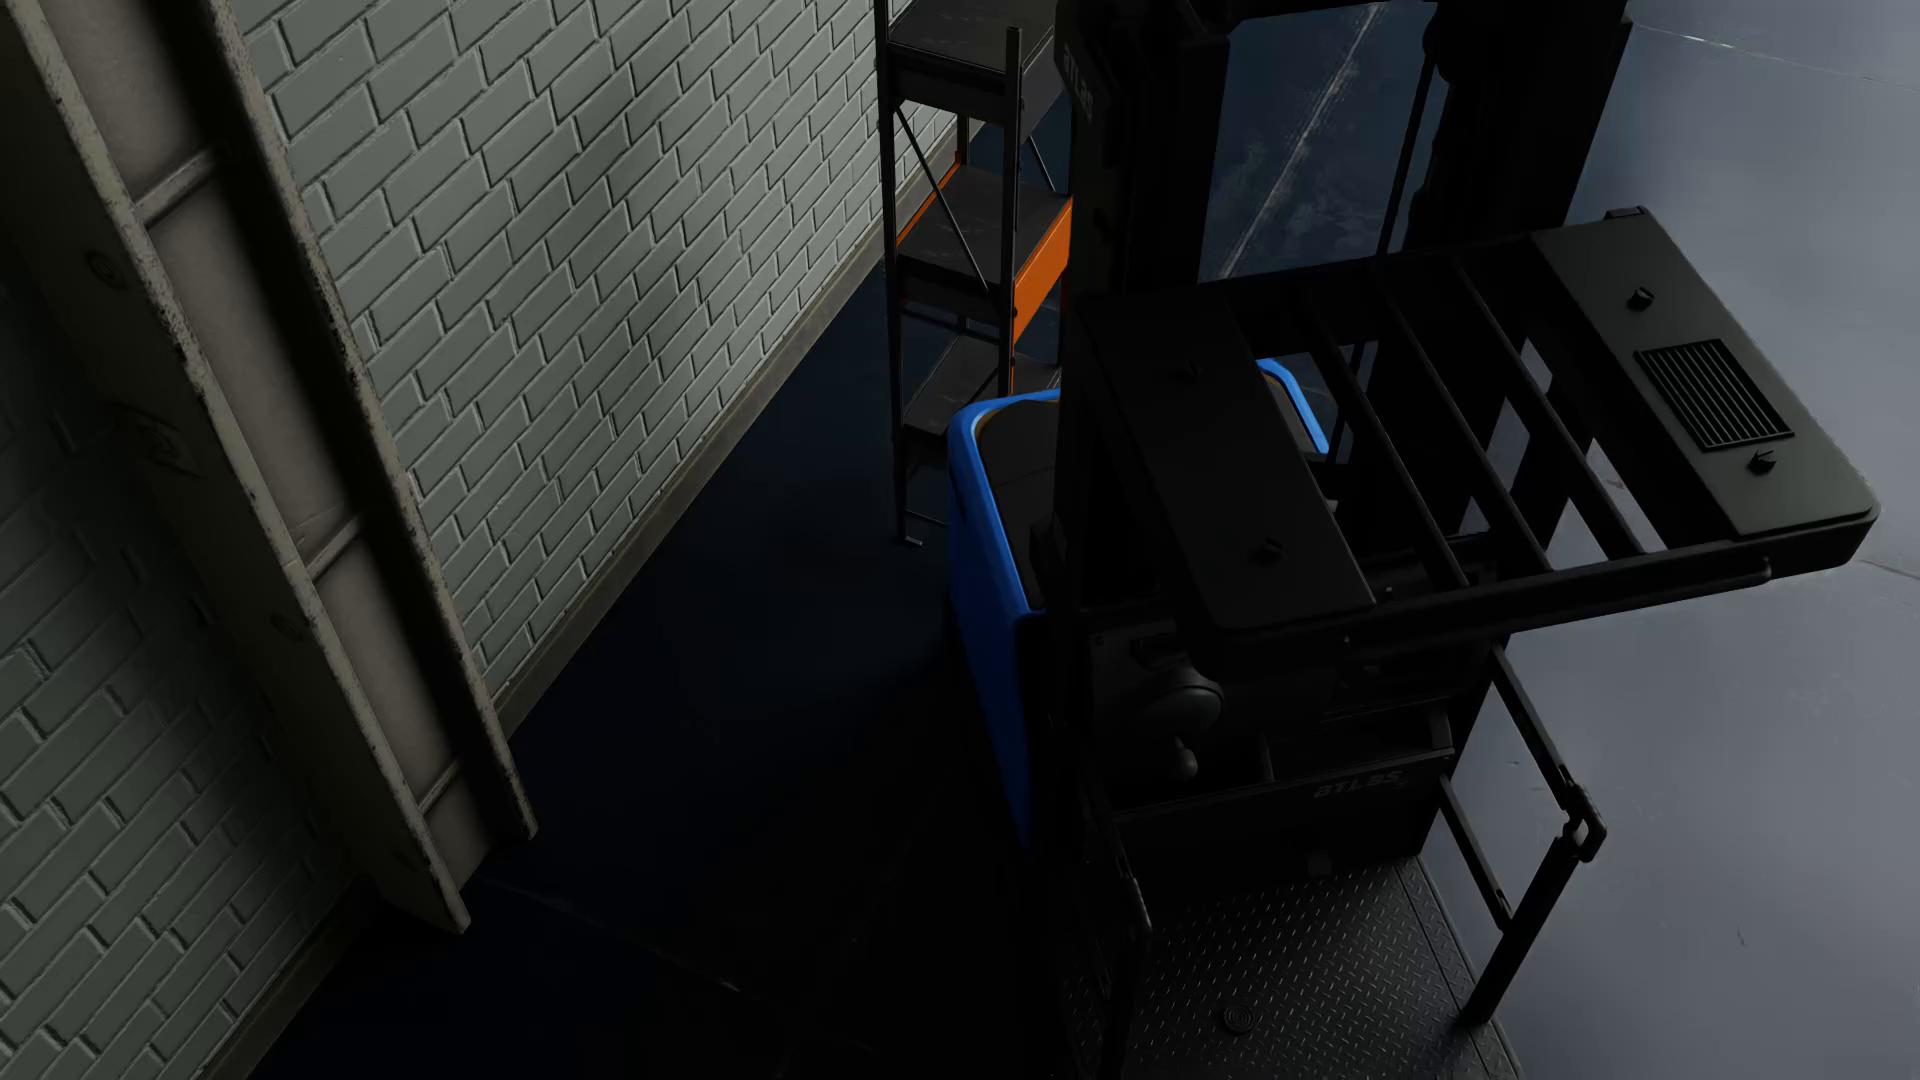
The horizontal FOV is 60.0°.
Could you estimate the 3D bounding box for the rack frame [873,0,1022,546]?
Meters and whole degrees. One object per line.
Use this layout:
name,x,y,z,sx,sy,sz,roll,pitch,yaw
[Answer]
rack frame,-0.034,-0.626,4.904,0.400,2.100,0.015,20,52,16

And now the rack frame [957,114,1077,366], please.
rack frame,0.175,-0.962,5.190,0.400,2.100,0.015,20,52,16

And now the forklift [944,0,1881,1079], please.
forklift,0.780,0.381,3.502,1.130,2.935,3.031,-10,50,-8

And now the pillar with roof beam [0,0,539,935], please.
pillar with roof beam,2.402,-0.563,0.321,9.100,9.000,0.400,20,52,16

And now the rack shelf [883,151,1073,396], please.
rack shelf,0.071,-0.786,5.058,0.431,0.518,0.480,20,52,16

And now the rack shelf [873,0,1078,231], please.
rack shelf,0.071,-1.239,4.525,0.431,0.518,0.480,20,52,16

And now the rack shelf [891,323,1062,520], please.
rack shelf,0.071,-0.332,5.591,0.431,0.518,0.480,20,52,16

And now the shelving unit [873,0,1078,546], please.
shelving unit,0.071,-0.794,5.047,0.431,2.100,0.503,20,52,16
